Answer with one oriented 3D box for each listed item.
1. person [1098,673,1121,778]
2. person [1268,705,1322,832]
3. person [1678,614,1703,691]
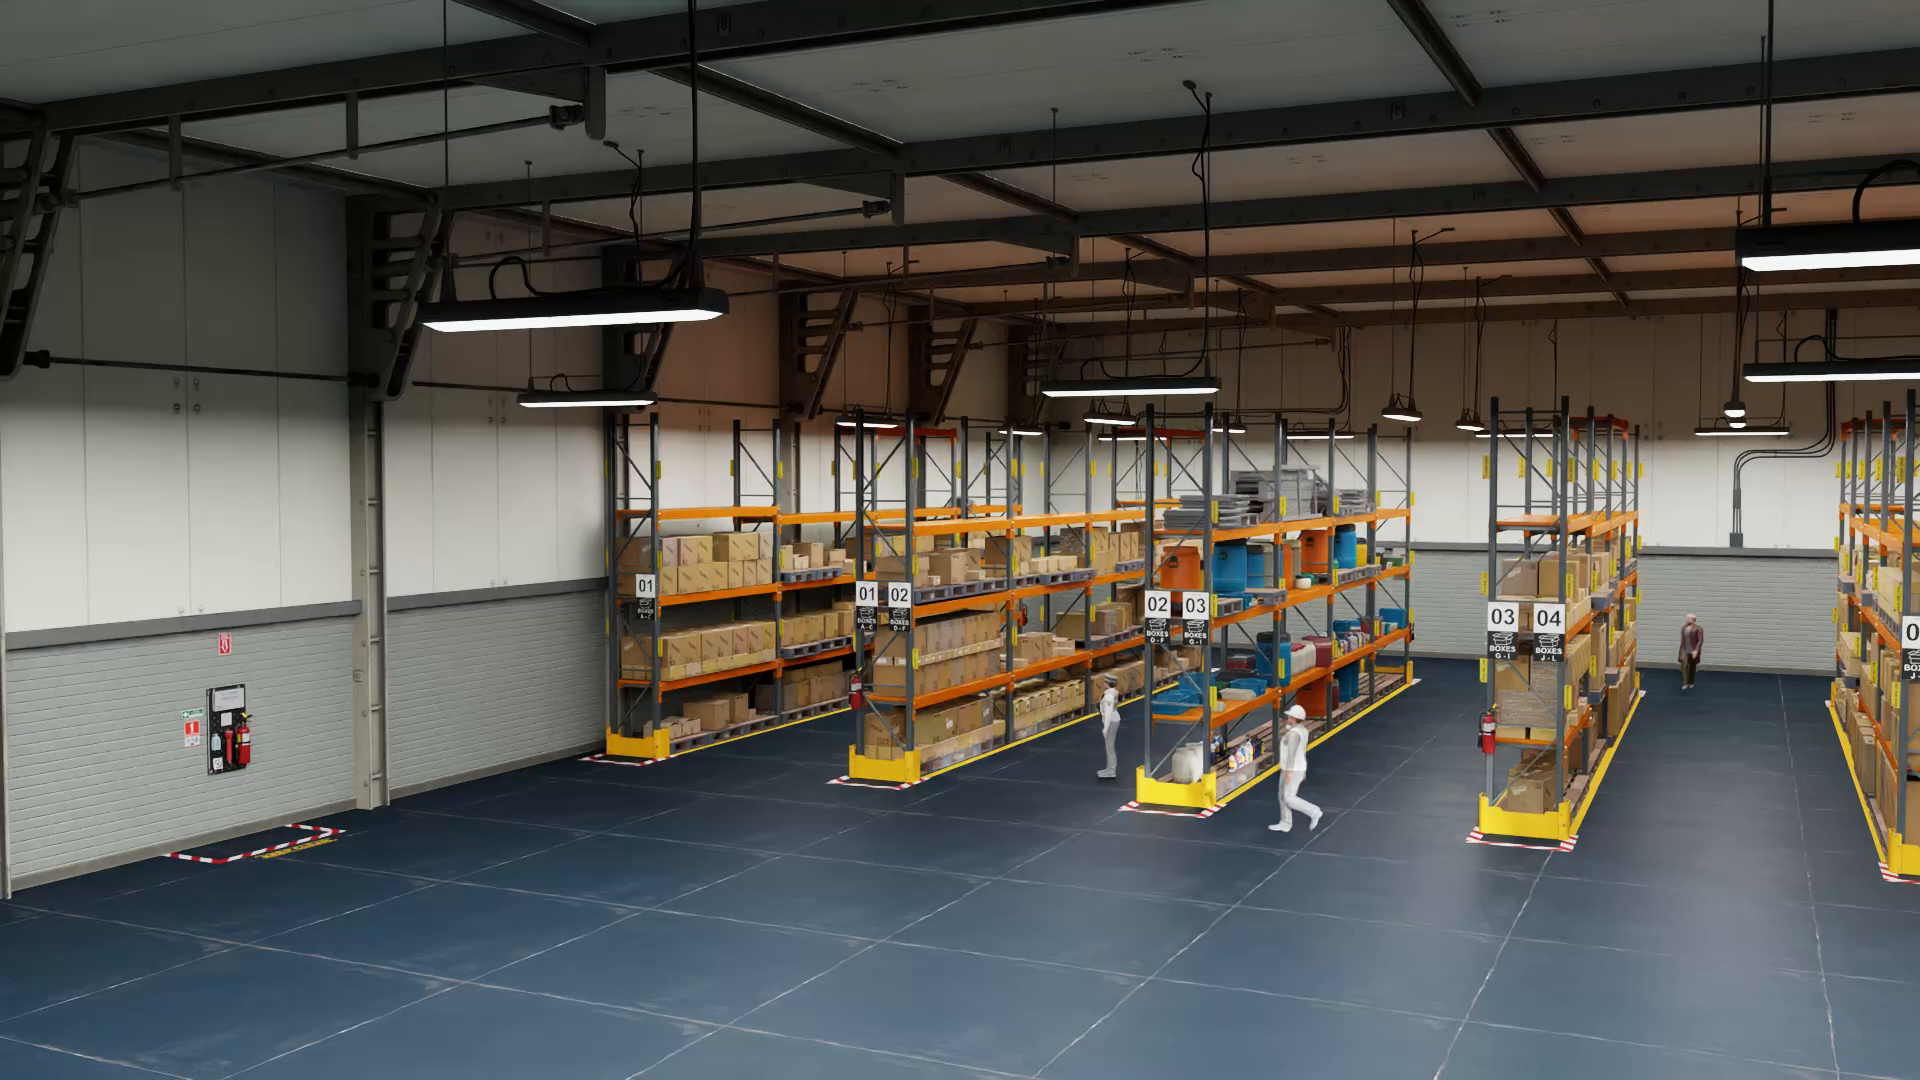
[{"bbox_3d":[2.427,3.009,27.096,0.372,1.684,0.537,1,2,15],"label":"person"},{"bbox_3d":[4.622,3.152,22.870,0.690,1.763,0.524,0,2,-1],"label":"person"},{"bbox_3d":[16.512,2.530,37.594,0.528,1.719,1.120,1,3,22],"label":"person"}]
